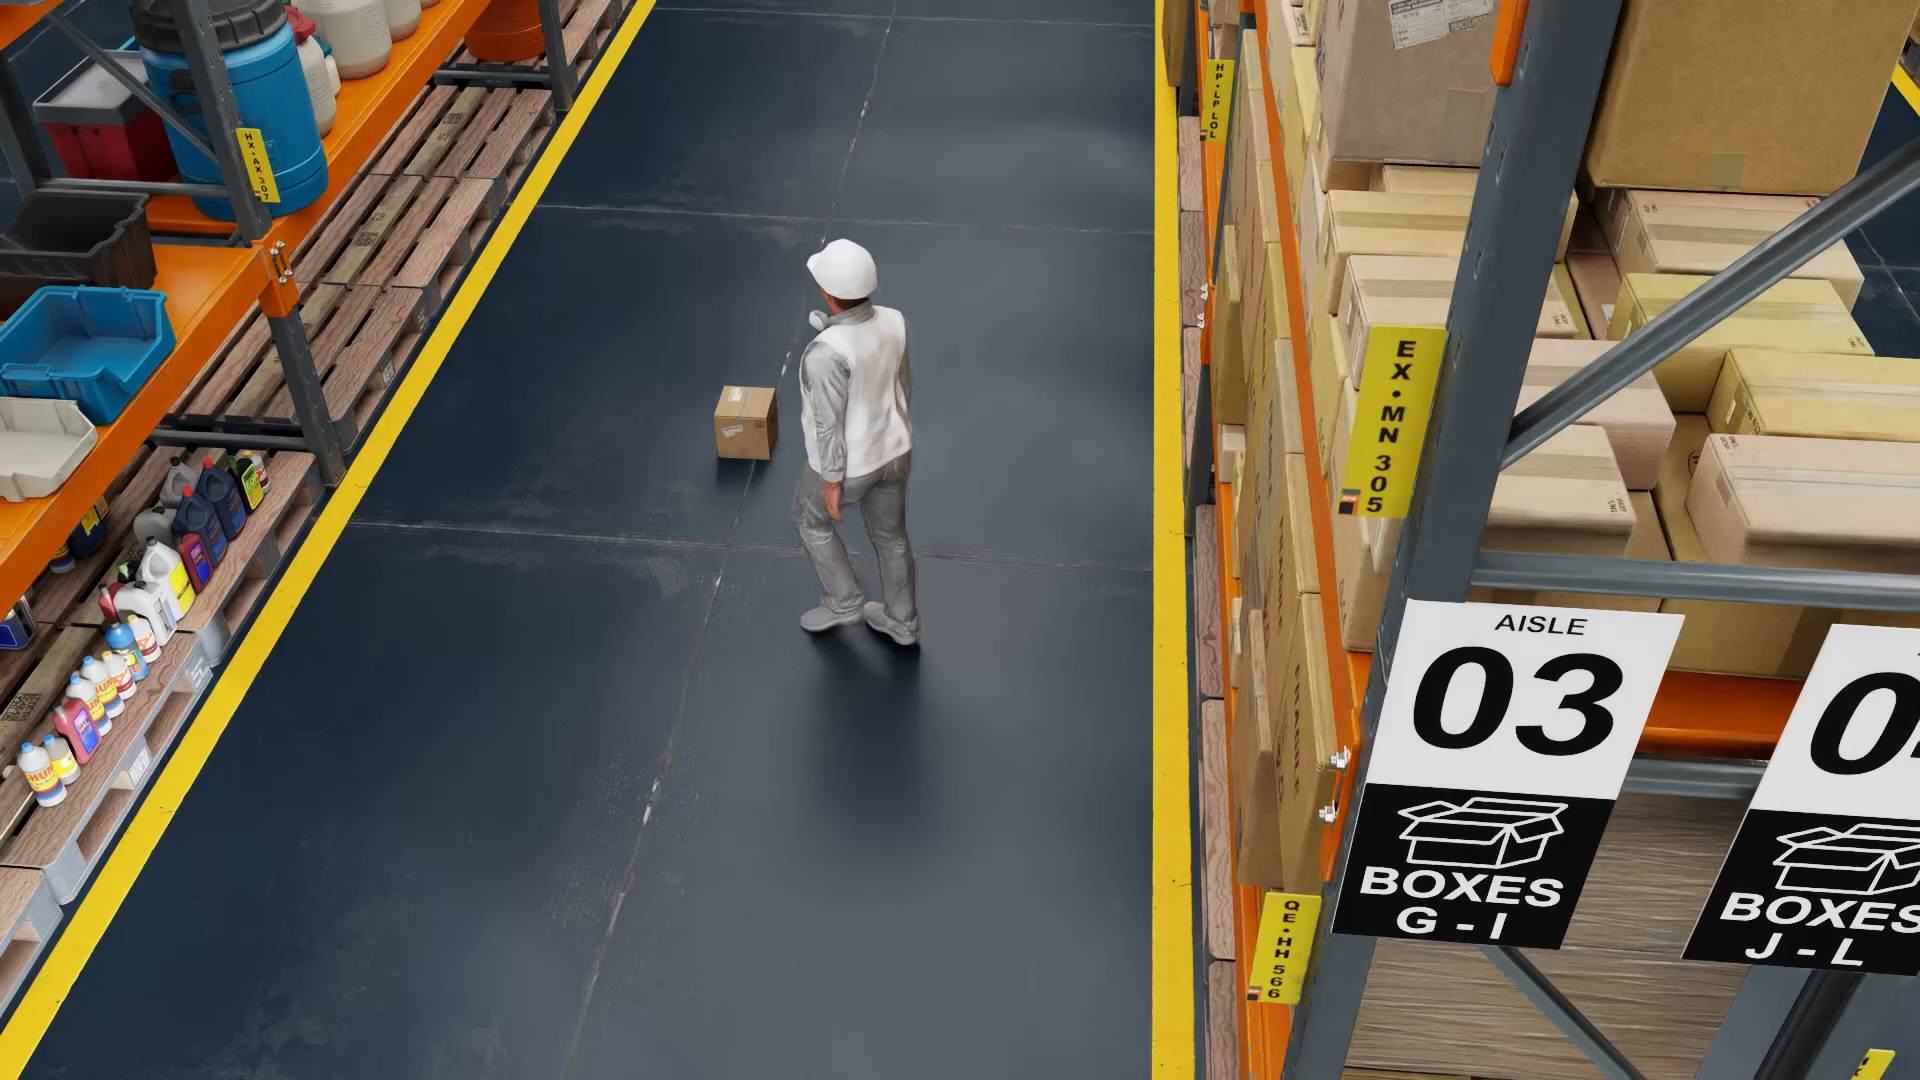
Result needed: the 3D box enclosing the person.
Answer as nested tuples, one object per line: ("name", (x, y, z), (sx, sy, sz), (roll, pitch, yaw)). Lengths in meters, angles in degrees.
("person", (-0.369, -0.340, 6.534), (0.563, 1.778, 0.553), (-32, 50, -33))
